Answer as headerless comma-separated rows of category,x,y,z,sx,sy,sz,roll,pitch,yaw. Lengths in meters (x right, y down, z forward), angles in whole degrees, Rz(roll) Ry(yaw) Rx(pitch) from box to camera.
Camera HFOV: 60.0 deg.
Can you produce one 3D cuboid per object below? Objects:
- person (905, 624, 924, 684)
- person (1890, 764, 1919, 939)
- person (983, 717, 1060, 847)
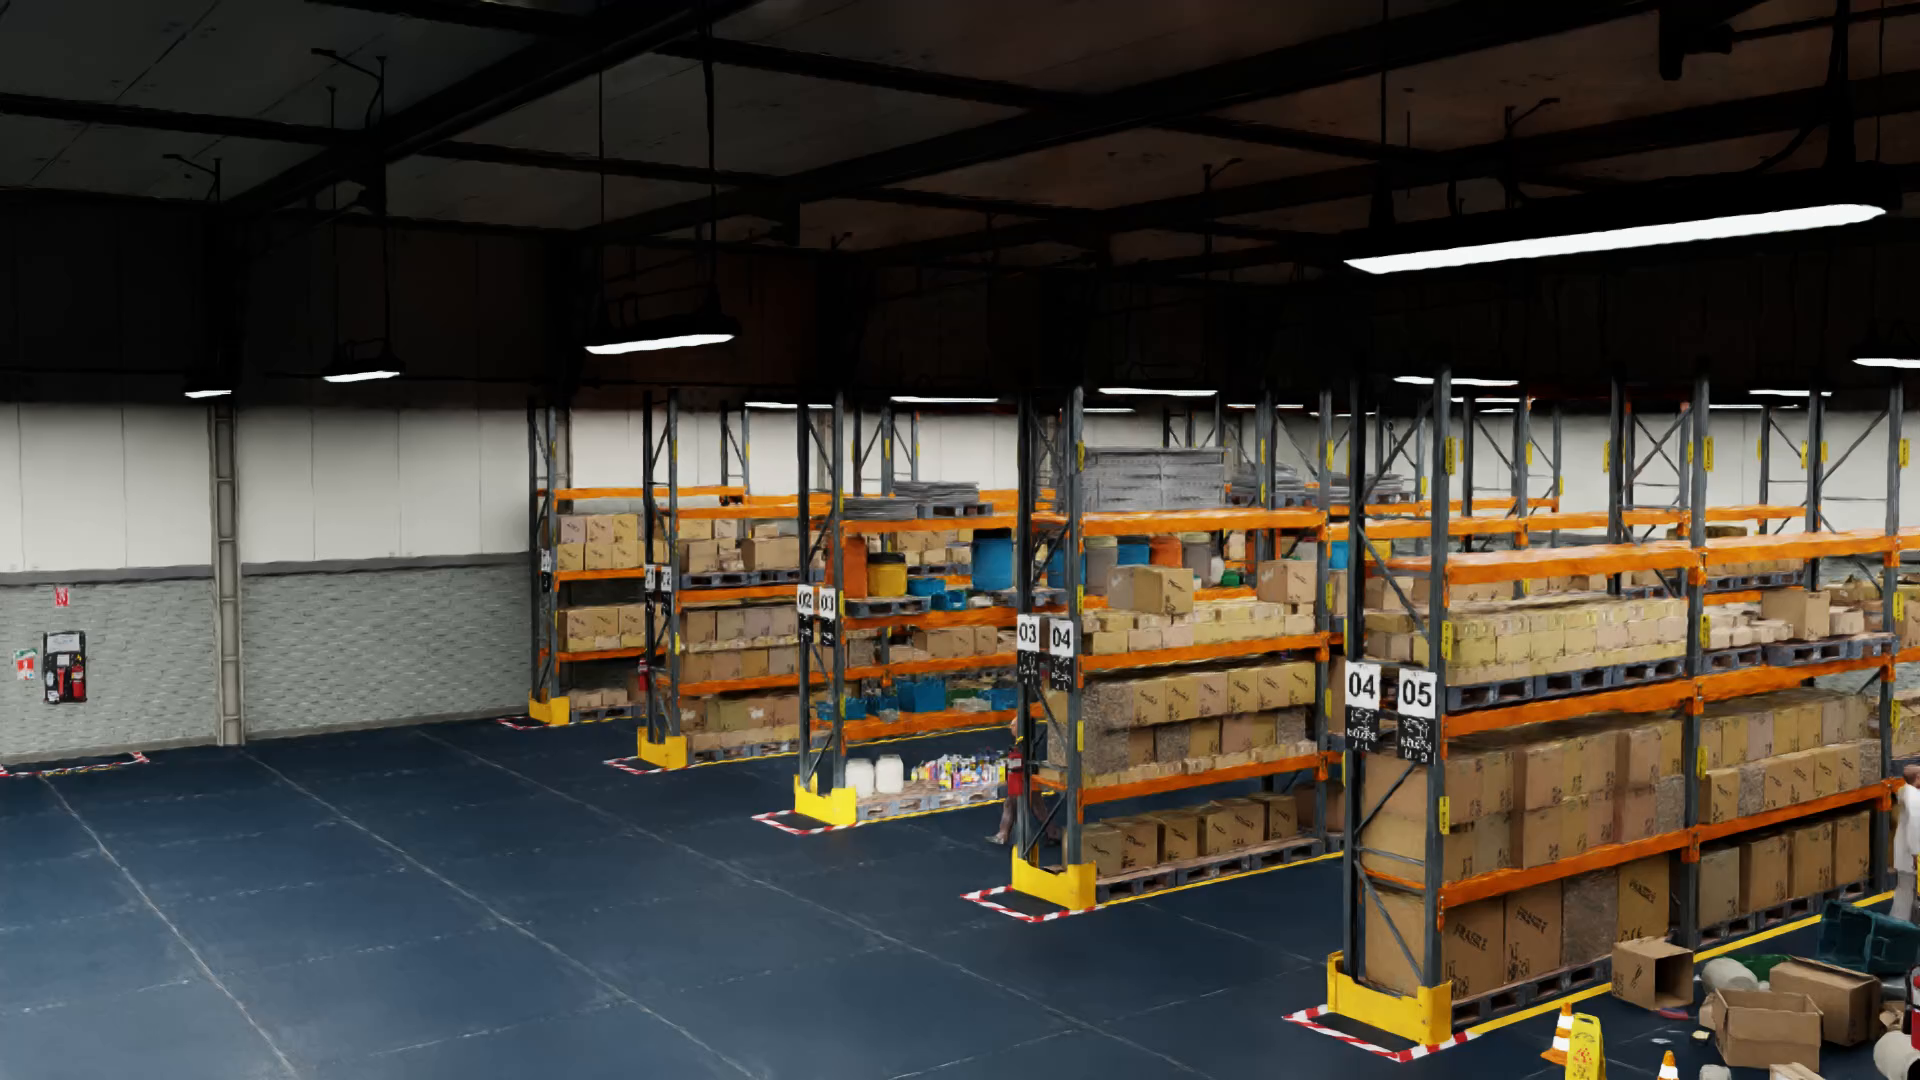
person,-0.862,2.435,32.571,0.512,1.628,0.639,-3,4,-38
person,10.002,3.230,17.380,0.515,1.785,0.638,2,4,25
person,0.802,3.081,21.151,0.952,1.680,0.579,-1,3,-12
